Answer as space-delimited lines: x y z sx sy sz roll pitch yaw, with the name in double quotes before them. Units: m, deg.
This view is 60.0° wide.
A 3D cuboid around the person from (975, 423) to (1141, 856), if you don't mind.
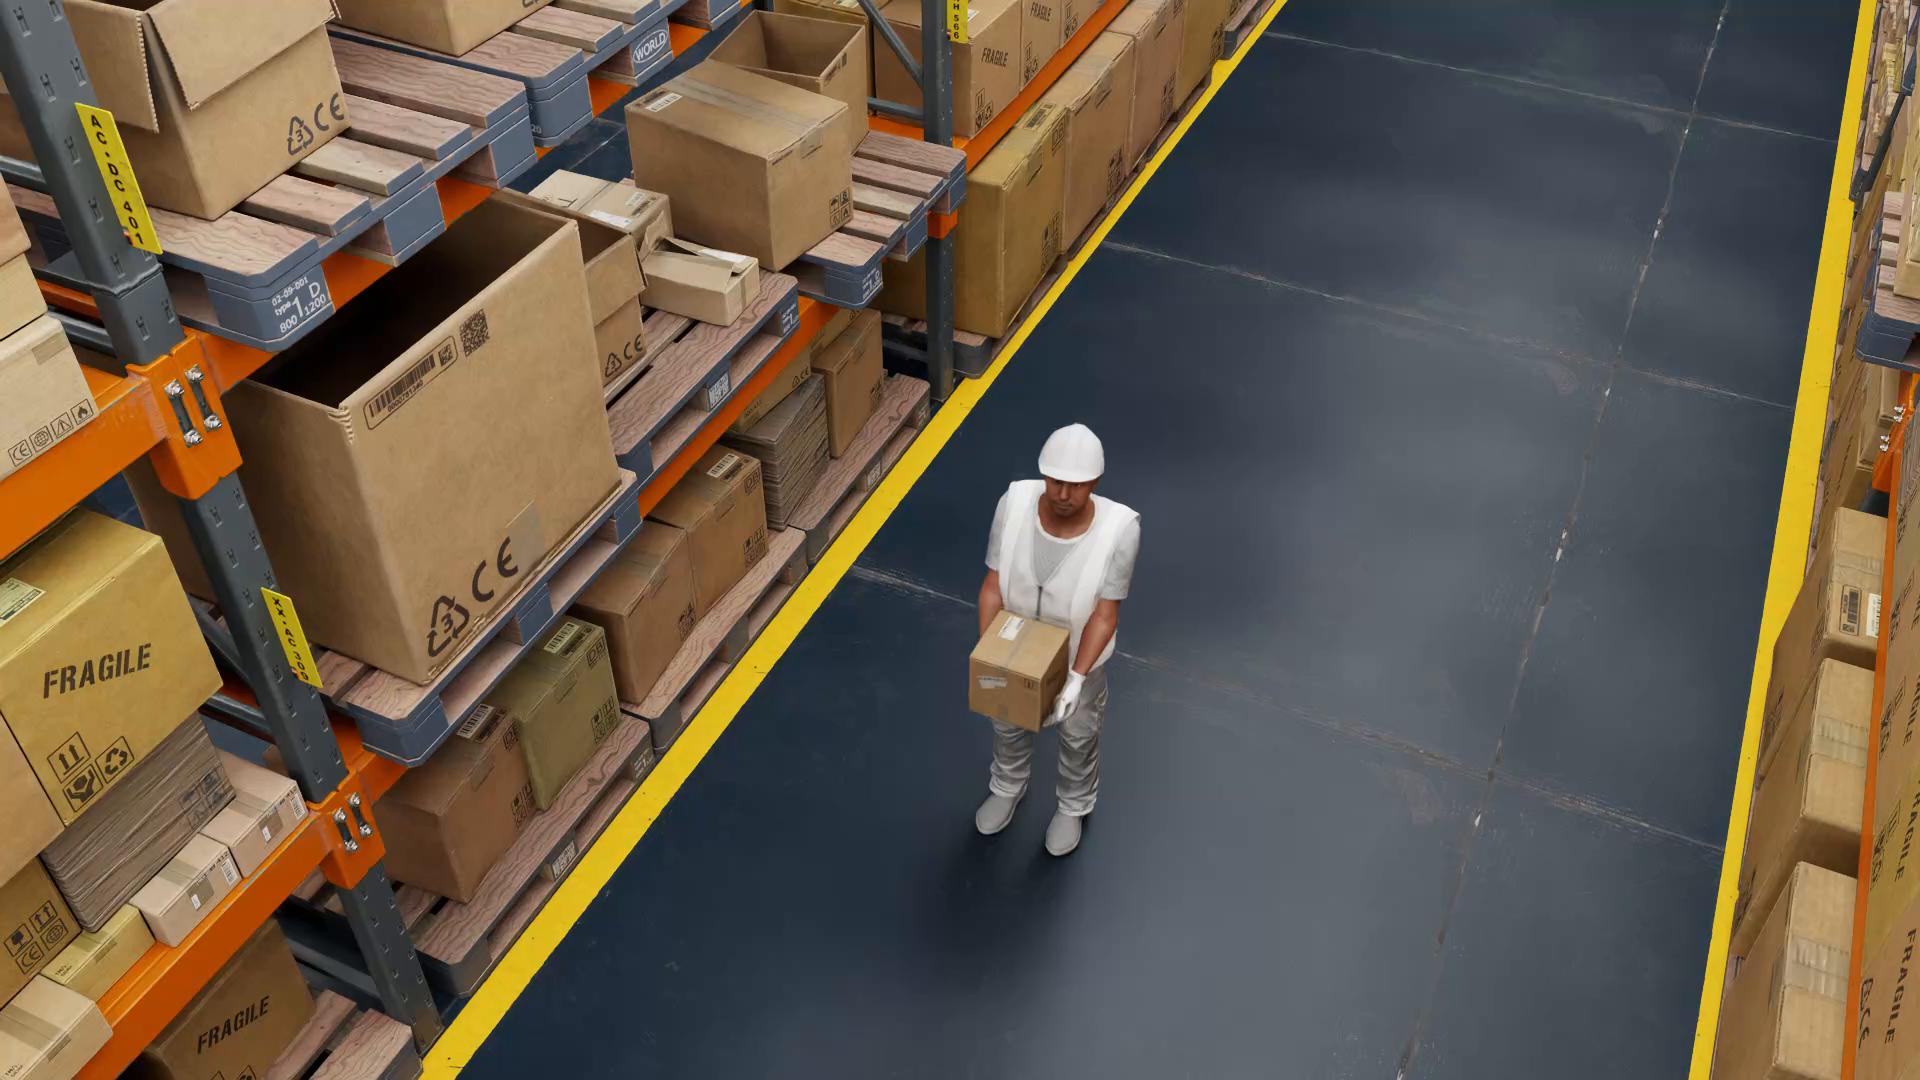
"person" 0.292 0.423 5.667 0.497 1.785 0.572 14 44 15
